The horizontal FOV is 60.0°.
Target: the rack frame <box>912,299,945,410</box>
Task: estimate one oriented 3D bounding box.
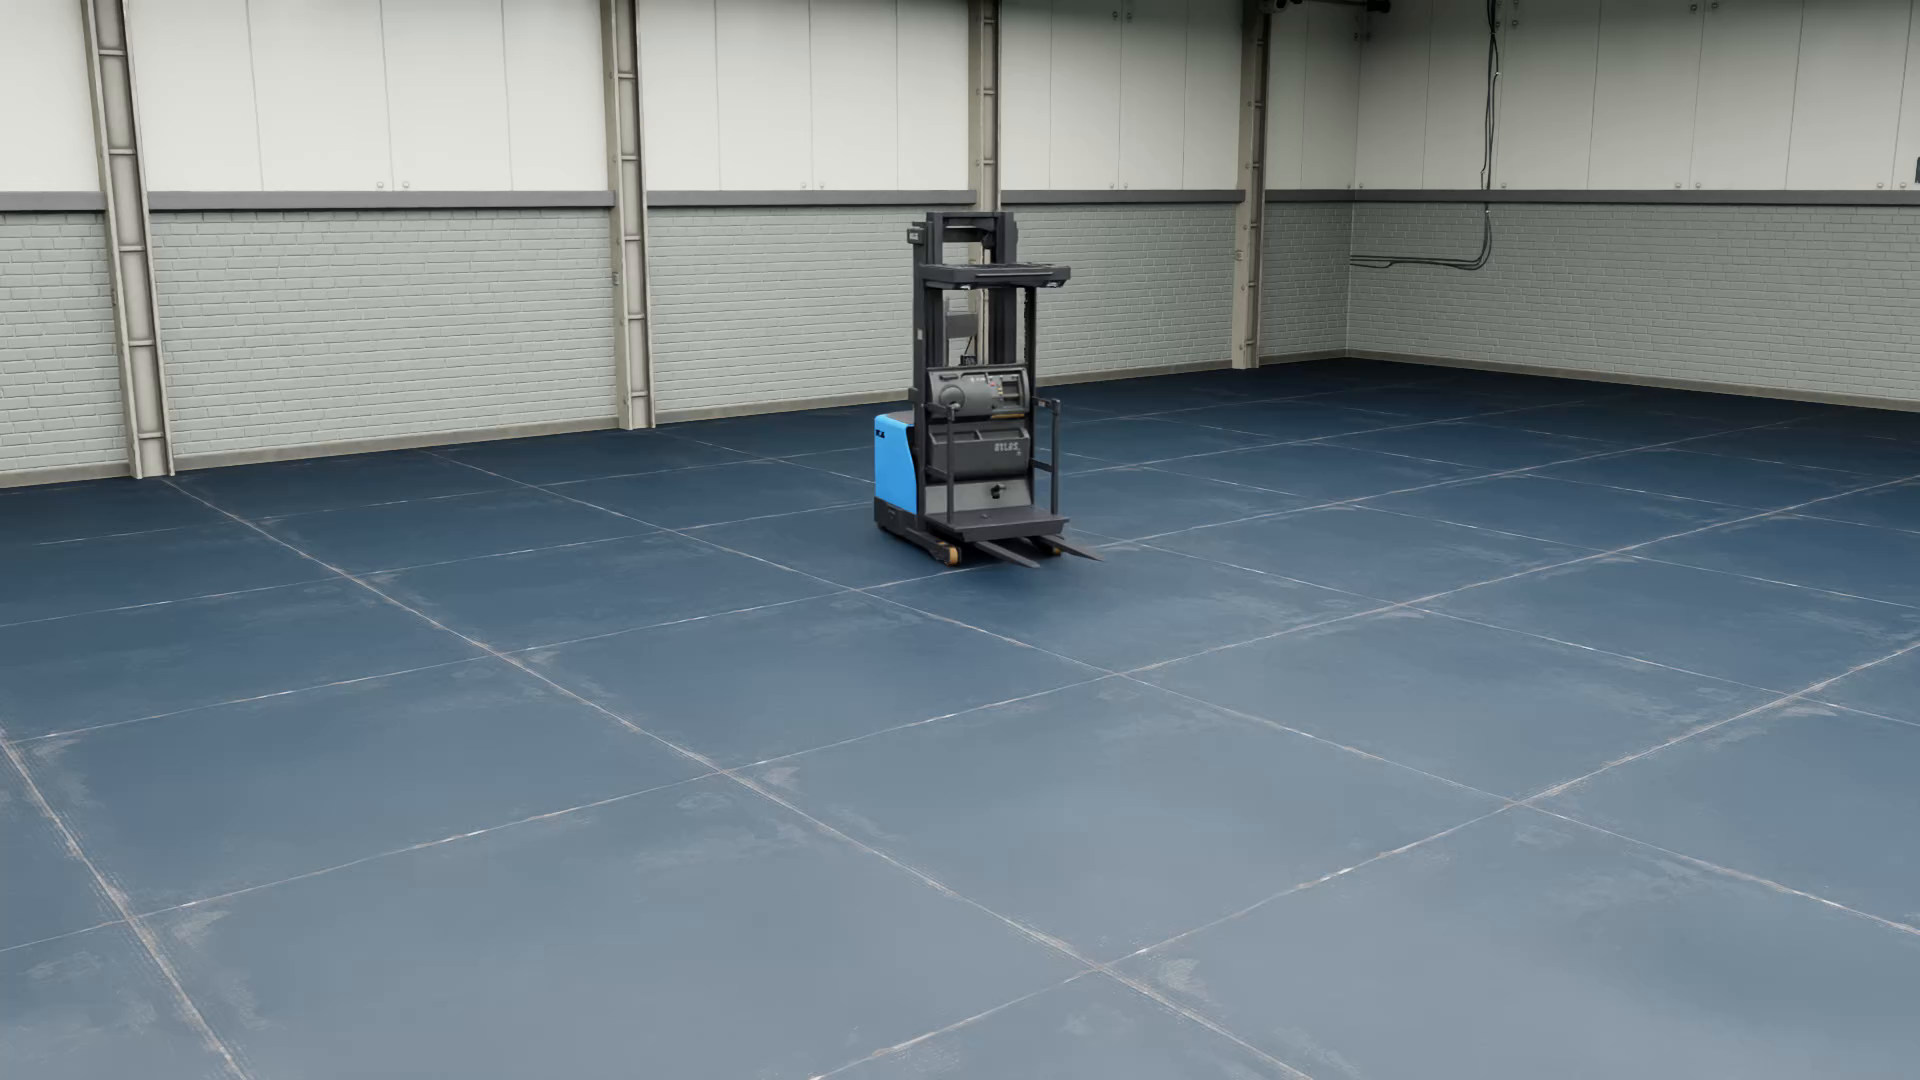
[{"bbox_3d":[-0.296,-1.251,15.967,0.400,2.100,0.015,10,15,38],"label":"rack frame"}]

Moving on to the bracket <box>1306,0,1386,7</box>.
[{"bbox_3d":[6.992,-9.449,29.296,3.189,0.066,0.076,-9,15,-38],"label":"bracket"}]

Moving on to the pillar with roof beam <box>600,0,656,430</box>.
[{"bbox_3d":[-1.624,-5.206,17.979,0.400,9.000,9.100,-9,15,-38],"label":"pillar with roof beam"}]

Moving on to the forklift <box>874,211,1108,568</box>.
[{"bbox_3d":[0.258,-1.315,14.265,1.130,2.935,3.031,-5,13,-24],"label":"forklift"}]

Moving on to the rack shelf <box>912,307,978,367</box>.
[{"bbox_3d":[-0.140,-1.962,16.009,0.431,0.518,0.480,10,15,38],"label":"rack shelf"}]

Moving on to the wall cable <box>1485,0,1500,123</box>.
[{"bbox_3d":[9.873,-8.141,27.122,0.112,2.526,3.097,-9,15,-38],"label":"wall cable"}]

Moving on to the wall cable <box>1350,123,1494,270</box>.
[{"bbox_3d":[8.183,-6.110,29.713,0.112,2.526,3.097,-9,15,-38],"label":"wall cable"}]

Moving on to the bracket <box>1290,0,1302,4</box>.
[{"bbox_3d":[5.603,-9.218,28.209,0.430,0.232,0.235,-9,15,-38],"label":"bracket"}]

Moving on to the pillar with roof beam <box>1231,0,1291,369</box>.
[{"bbox_3d":[7.746,-6.763,25.312,0.548,9.000,9.100,-9,15,-38],"label":"pillar with roof beam"}]

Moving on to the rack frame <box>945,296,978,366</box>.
[{"bbox_3d":[0.015,-1.330,16.335,0.400,2.100,0.015,10,15,38],"label":"rack frame"}]

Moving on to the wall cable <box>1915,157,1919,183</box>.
[{"bbox_3d":[14.102,-7.750,21.776,0.169,6.003,2.305,-9,15,-38],"label":"wall cable"}]

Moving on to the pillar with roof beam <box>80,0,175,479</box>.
[{"bbox_3d":[-6.309,-4.427,14.312,0.400,9.000,9.100,-9,15,-38],"label":"pillar with roof beam"}]

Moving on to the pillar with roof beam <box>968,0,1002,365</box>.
[{"bbox_3d":[3.061,-5.984,21.645,0.400,9.000,9.100,-9,15,-38],"label":"pillar with roof beam"}]

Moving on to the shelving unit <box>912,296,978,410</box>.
[{"bbox_3d":[-0.140,-1.290,16.151,0.431,2.100,0.503,10,15,38],"label":"shelving unit"}]

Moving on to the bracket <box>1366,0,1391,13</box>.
[{"bbox_3d":[7.453,-9.525,29.657,0.430,0.232,0.235,-9,15,-38],"label":"bracket"}]
